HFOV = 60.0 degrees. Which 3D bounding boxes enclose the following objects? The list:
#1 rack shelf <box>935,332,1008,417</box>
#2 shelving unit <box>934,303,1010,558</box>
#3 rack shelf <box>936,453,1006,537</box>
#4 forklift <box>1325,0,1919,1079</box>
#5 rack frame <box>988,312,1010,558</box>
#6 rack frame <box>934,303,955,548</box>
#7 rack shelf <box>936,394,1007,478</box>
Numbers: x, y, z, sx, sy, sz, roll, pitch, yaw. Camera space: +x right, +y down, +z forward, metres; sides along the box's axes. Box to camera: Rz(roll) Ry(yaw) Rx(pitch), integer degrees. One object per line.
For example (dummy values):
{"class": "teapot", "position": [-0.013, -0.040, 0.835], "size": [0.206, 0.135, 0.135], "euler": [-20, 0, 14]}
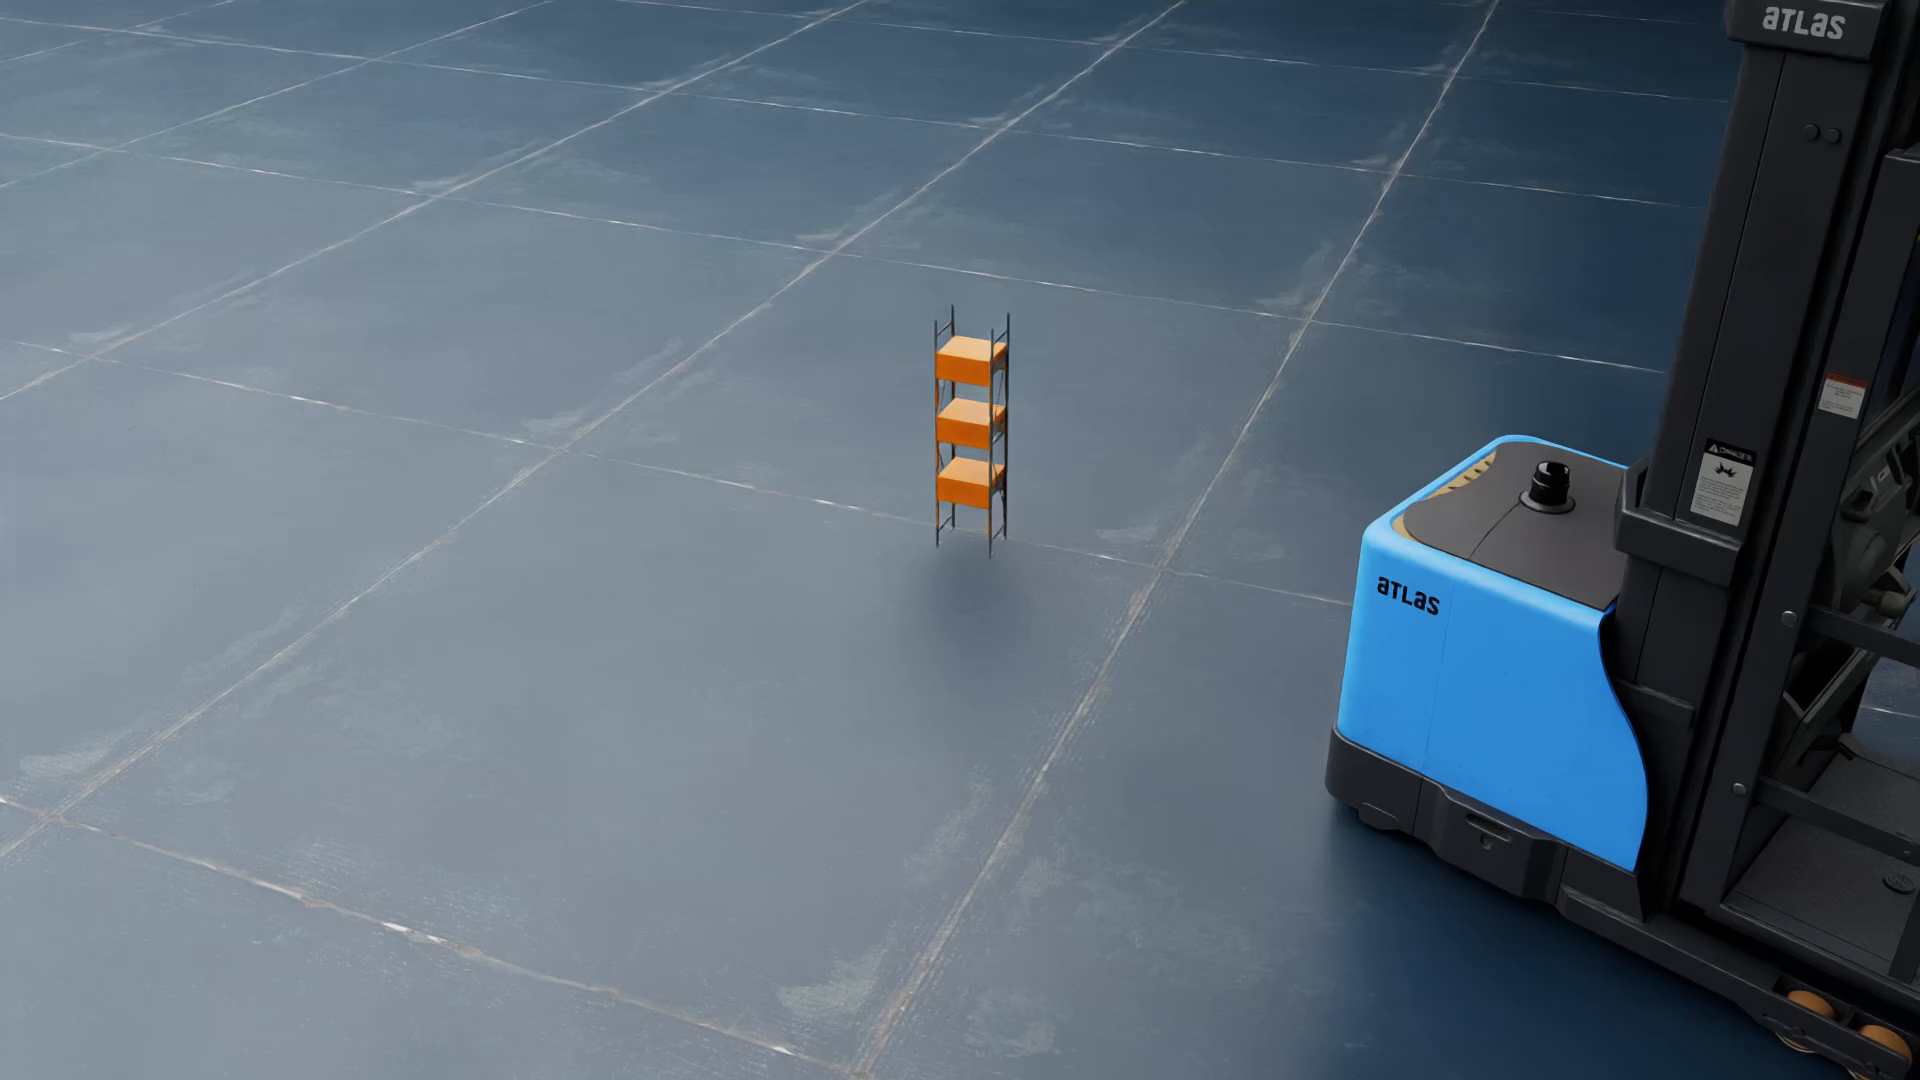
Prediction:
{"class": "rack shelf", "position": [0.050, -0.685, 6.840], "size": [0.240, 0.259, 0.215], "euler": [11, 31, 19]}
{"class": "shelving unit", "position": [0.050, -0.447, 6.974], "size": [0.252, 1.050, 0.215], "euler": [11, 31, 19]}
{"class": "rack shelf", "position": [0.050, -0.196, 7.116], "size": [0.240, 0.259, 0.215], "euler": [11, 31, 19]}
{"class": "forklift", "position": [2.658, -0.059, 4.376], "size": [3.031, 2.935, 1.130], "euler": [25, 38, 36]}
{"class": "rack frame", "position": [0.163, -0.425, 6.934], "size": [0.008, 1.050, 0.200], "euler": [11, 31, 19]}
{"class": "rack frame", "position": [-0.063, -0.470, 7.014], "size": [0.008, 1.050, 0.200], "euler": [11, 31, 19]}
{"class": "rack shelf", "position": [0.050, -0.438, 6.979], "size": [0.240, 0.259, 0.215], "euler": [11, 31, 19]}
